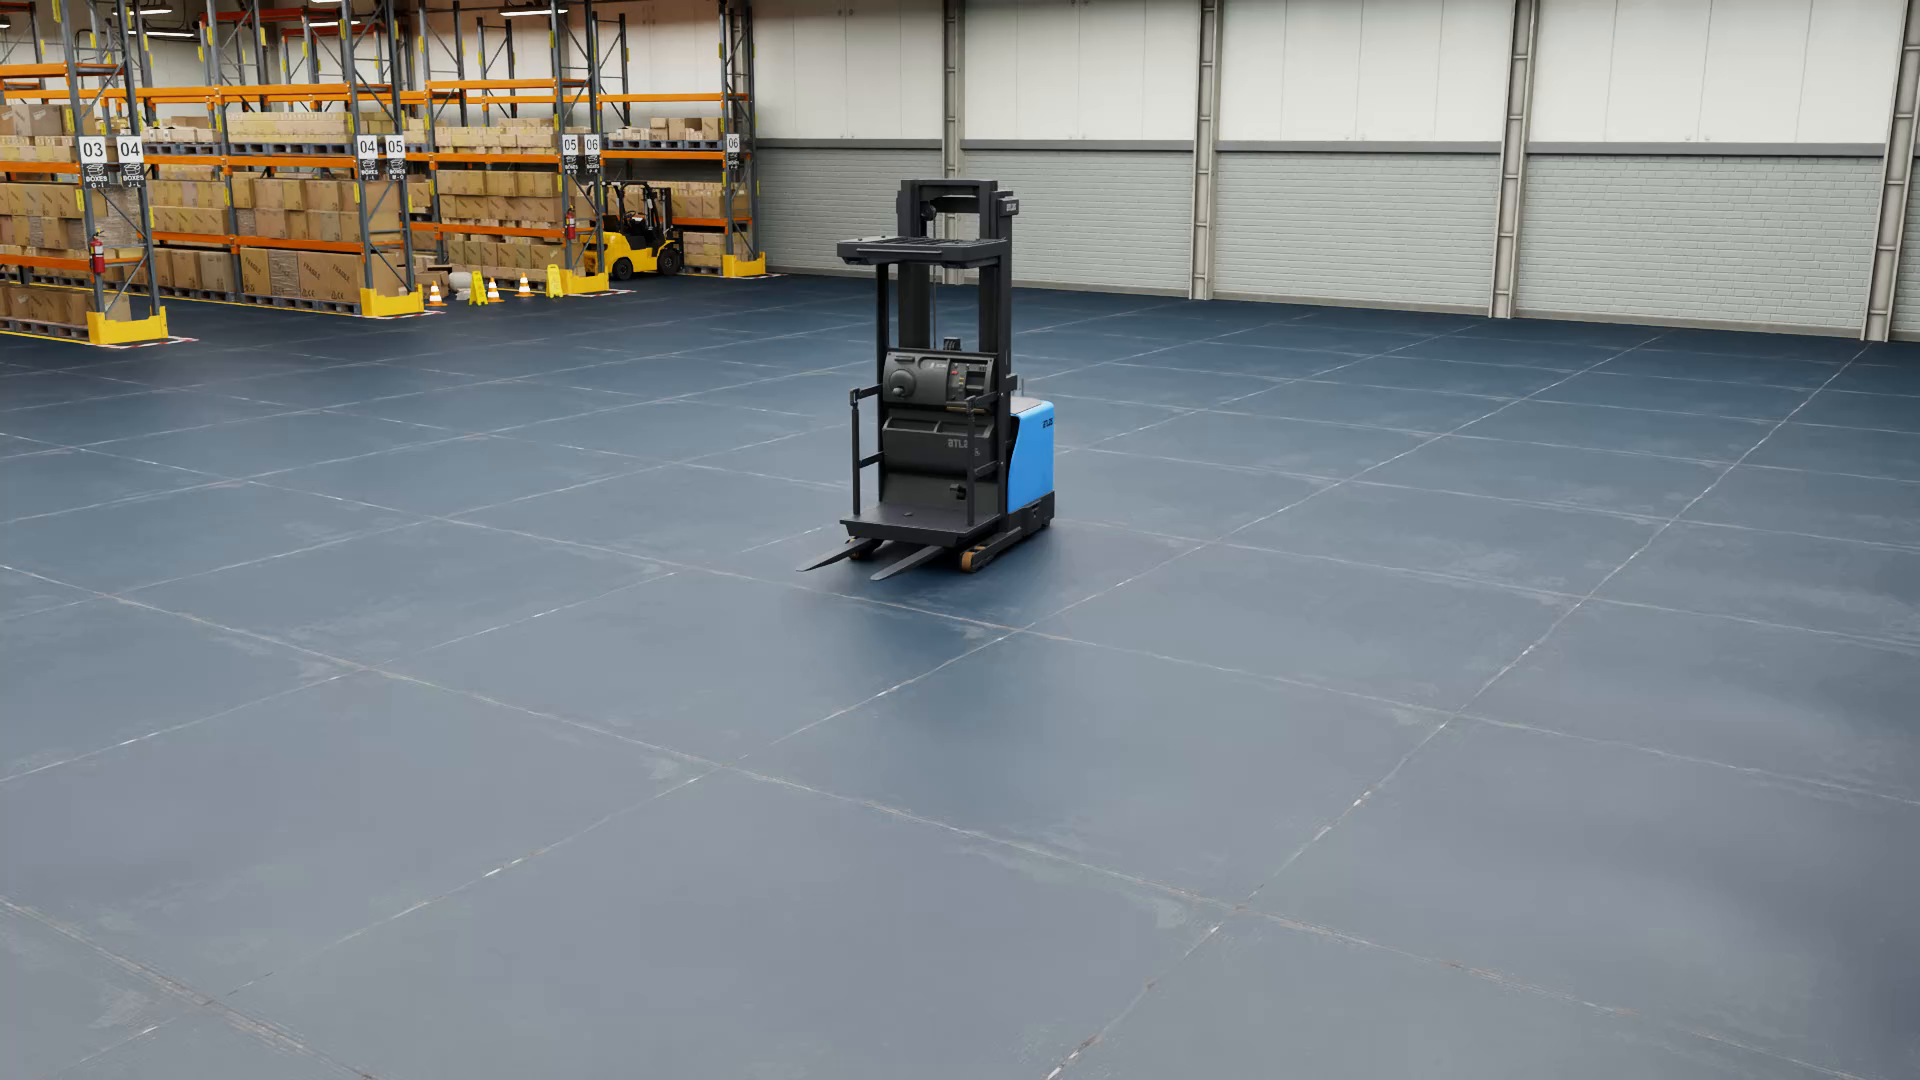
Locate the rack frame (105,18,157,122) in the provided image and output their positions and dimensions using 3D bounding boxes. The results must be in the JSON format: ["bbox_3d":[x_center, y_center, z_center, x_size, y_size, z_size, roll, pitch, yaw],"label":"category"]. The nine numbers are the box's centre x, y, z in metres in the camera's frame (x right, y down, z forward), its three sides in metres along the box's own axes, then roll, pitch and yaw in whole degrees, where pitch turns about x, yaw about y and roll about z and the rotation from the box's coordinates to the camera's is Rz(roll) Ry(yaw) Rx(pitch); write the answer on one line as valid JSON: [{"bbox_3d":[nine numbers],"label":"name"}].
[{"bbox_3d":[-21.087,-11.704,42.375,0.127,3.000,1.000,9,17,33],"label":"rack frame"}]

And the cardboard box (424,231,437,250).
[{"bbox_3d":[-13.866,-7.989,44.181,0.500,0.500,0.500,9,16,31],"label":"cardboard box"}]

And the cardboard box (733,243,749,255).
[{"bbox_3d":[-5.318,-6.852,39.069,0.500,0.250,0.500,10,17,34],"label":"cardboard box"}]

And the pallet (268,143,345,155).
[{"bbox_3d":[-12.127,-7.319,31.090,1.213,0.211,1.003,9,17,33],"label":"pallet"}]

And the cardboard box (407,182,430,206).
[{"bbox_3d":[-12.053,-7.661,36.829,0.500,0.500,0.500,9,17,33],"label":"cardboard box"}]

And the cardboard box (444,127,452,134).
[{"bbox_3d":[-10.819,-8.767,35.617,0.250,0.149,0.380,10,17,34],"label":"cardboard box"}]

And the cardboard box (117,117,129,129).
[{"bbox_3d":[-17.737,-8.773,34.976,0.258,0.266,0.396,9,17,33],"label":"cardboard box"}]

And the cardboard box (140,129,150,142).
[{"bbox_3d":[-16.234,-8.146,33.474,0.500,0.250,0.500,10,17,34],"label":"cardboard box"}]

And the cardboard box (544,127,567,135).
[{"bbox_3d":[-8.256,-8.353,33.947,0.250,0.149,0.380,9,17,33],"label":"cardboard box"}]

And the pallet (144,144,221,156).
[{"bbox_3d":[-15.634,-7.857,33.472,1.213,0.211,1.003,10,17,35],"label":"pallet"}]

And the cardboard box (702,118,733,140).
[{"bbox_3d":[-5.547,-9.404,38.036,0.500,0.500,0.500,10,17,35],"label":"cardboard box"}]

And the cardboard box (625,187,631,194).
[{"bbox_3d":[-7.798,-8.377,39.862,0.250,0.149,0.380,9,17,33],"label":"cardboard box"}]

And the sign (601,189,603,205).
[{"bbox_3d":[-7.508,-7.174,34.761,0.005,0.325,0.100,9,17,33],"label":"sign"}]

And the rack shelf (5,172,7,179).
[{"bbox_3d":[-18.320,-6.581,29.422,4.000,0.370,1.077,9,17,33],"label":"rack shelf"}]

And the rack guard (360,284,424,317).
[{"bbox_3d":[-10.470,-4.429,30.673,0.348,0.500,1.175,9,17,33],"label":"rack guard"}]

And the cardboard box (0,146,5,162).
[{"bbox_3d":[-15.582,-6.339,27.259,0.500,0.250,0.500,8,16,31],"label":"cardboard box"}]

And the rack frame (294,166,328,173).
[{"bbox_3d":[-18.320,-9.782,47.095,0.127,3.000,1.000,9,17,33],"label":"rack frame"}]

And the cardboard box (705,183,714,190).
[{"bbox_3d":[-5.680,-8.177,38.435,0.250,0.149,0.380,9,17,33],"label":"cardboard box"}]

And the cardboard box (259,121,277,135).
[{"bbox_3d":[-12.721,-7.705,31.077,0.500,0.250,0.500,9,16,32],"label":"cardboard box"}]

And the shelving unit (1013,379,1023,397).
[{"bbox_3d":[0.421,-0.811,14.604,0.189,1.200,0.258,6,15,22],"label":"shelving unit"}]

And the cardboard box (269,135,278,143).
[{"bbox_3d":[-12.638,-7.481,31.000,0.250,0.149,0.380,9,17,33],"label":"cardboard box"}]

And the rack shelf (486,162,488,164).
[{"bbox_3d":[-13.341,-10.084,43.571,4.000,0.370,1.077,9,17,33],"label":"rack shelf"}]

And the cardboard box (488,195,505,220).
[{"bbox_3d":[-9.651,-7.064,35.290,0.500,0.500,0.500,9,17,33],"label":"cardboard box"}]

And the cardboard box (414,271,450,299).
[{"bbox_3d":[-10.681,-5.165,33.640,0.637,0.503,0.797,-1,14,-6],"label":"cardboard box"}]

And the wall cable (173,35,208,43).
[{"bbox_3d":[-22.289,-16.406,49.795,0.133,3.039,2.988,9,17,33],"label":"wall cable"}]

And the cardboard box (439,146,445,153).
[{"bbox_3d":[-11.007,-8.425,35.894,0.250,0.149,0.380,9,16,32],"label":"cardboard box"}]

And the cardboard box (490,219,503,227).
[{"bbox_3d":[-9.767,-6.752,35.381,0.250,0.149,0.380,9,17,33],"label":"cardboard box"}]

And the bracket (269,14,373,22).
[{"bbox_3d":[-17.756,-14.508,46.213,4.783,0.066,0.076,9,17,33],"label":"bracket"}]

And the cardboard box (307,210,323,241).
[{"bbox_3d":[-11.686,-5.928,31.217,0.550,0.550,0.875,9,17,33],"label":"cardboard box"}]

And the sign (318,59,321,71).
[{"bbox_3d":[-17.993,-13.332,46.679,0.005,0.325,0.100,9,17,33],"label":"sign"}]

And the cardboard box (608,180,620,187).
[{"bbox_3d":[-8.264,-8.578,40.057,0.250,0.149,0.380,10,17,34],"label":"cardboard box"}]

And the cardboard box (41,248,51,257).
[{"bbox_3d":[-14.740,-4.709,27.128,0.250,0.149,0.380,9,17,33],"label":"cardboard box"}]

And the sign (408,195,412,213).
[{"bbox_3d":[-10.175,-6.214,30.716,0.005,0.325,0.100,9,17,33],"label":"sign"}]

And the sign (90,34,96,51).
[{"bbox_3d":[-17.422,-10.013,33.435,0.005,0.325,0.100,9,17,33],"label":"sign"}]

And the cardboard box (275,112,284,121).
[{"bbox_3d":[-12.434,-7.835,30.769,0.250,0.149,0.380,9,17,33],"label":"cardboard box"}]

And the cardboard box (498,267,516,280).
[{"bbox_3d":[-9.494,-5.710,35.495,0.500,0.250,0.500,8,16,31],"label":"cardboard box"}]

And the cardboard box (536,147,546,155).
[{"bbox_3d":[-8.488,-7.999,34.174,0.250,0.149,0.380,9,17,33],"label":"cardboard box"}]

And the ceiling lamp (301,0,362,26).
[{"bbox_3d":[-15.532,-14.440,41.282,2.000,3.185,0.800,9,17,33],"label":"ceiling lamp"}]

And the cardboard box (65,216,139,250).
[{"bbox_3d":[-13.783,-4.942,26.718,0.500,0.500,0.875,9,17,33],"label":"cardboard box"}]

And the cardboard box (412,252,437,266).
[{"bbox_3d":[-12.165,-6.276,37.529,0.625,0.372,0.950,10,17,36],"label":"cardboard box"}]

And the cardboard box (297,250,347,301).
[{"bbox_3d":[-11.820,-5.013,31.380,0.875,0.875,0.875,9,16,32],"label":"cardboard box"}]

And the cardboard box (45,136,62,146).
[{"bbox_3d":[-14.185,-6.295,26.249,0.250,0.149,0.380,8,16,30],"label":"cardboard box"}]

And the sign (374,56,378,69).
[{"bbox_3d":[-15.319,-12.543,43.659,0.005,0.325,0.100,9,17,33],"label":"sign"}]

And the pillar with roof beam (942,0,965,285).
[{"bbox_3d":[-2.542,-9.158,32.092,0.400,9.000,9.100,9,17,33],"label":"pillar with roof beam"}]

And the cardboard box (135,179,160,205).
[{"bbox_3d":[-16.761,-7.190,34.336,0.500,0.500,0.700,9,17,33],"label":"cardboard box"}]

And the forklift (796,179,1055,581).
[{"bbox_3d":[-0.258,-1.287,12.921,1.130,2.935,3.031,6,15,24],"label":"forklift"}]

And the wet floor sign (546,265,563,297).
[{"bbox_3d":[-8.250,-5.264,33.746,0.267,0.644,0.232,-10,17,-35],"label":"wet floor sign"}]
